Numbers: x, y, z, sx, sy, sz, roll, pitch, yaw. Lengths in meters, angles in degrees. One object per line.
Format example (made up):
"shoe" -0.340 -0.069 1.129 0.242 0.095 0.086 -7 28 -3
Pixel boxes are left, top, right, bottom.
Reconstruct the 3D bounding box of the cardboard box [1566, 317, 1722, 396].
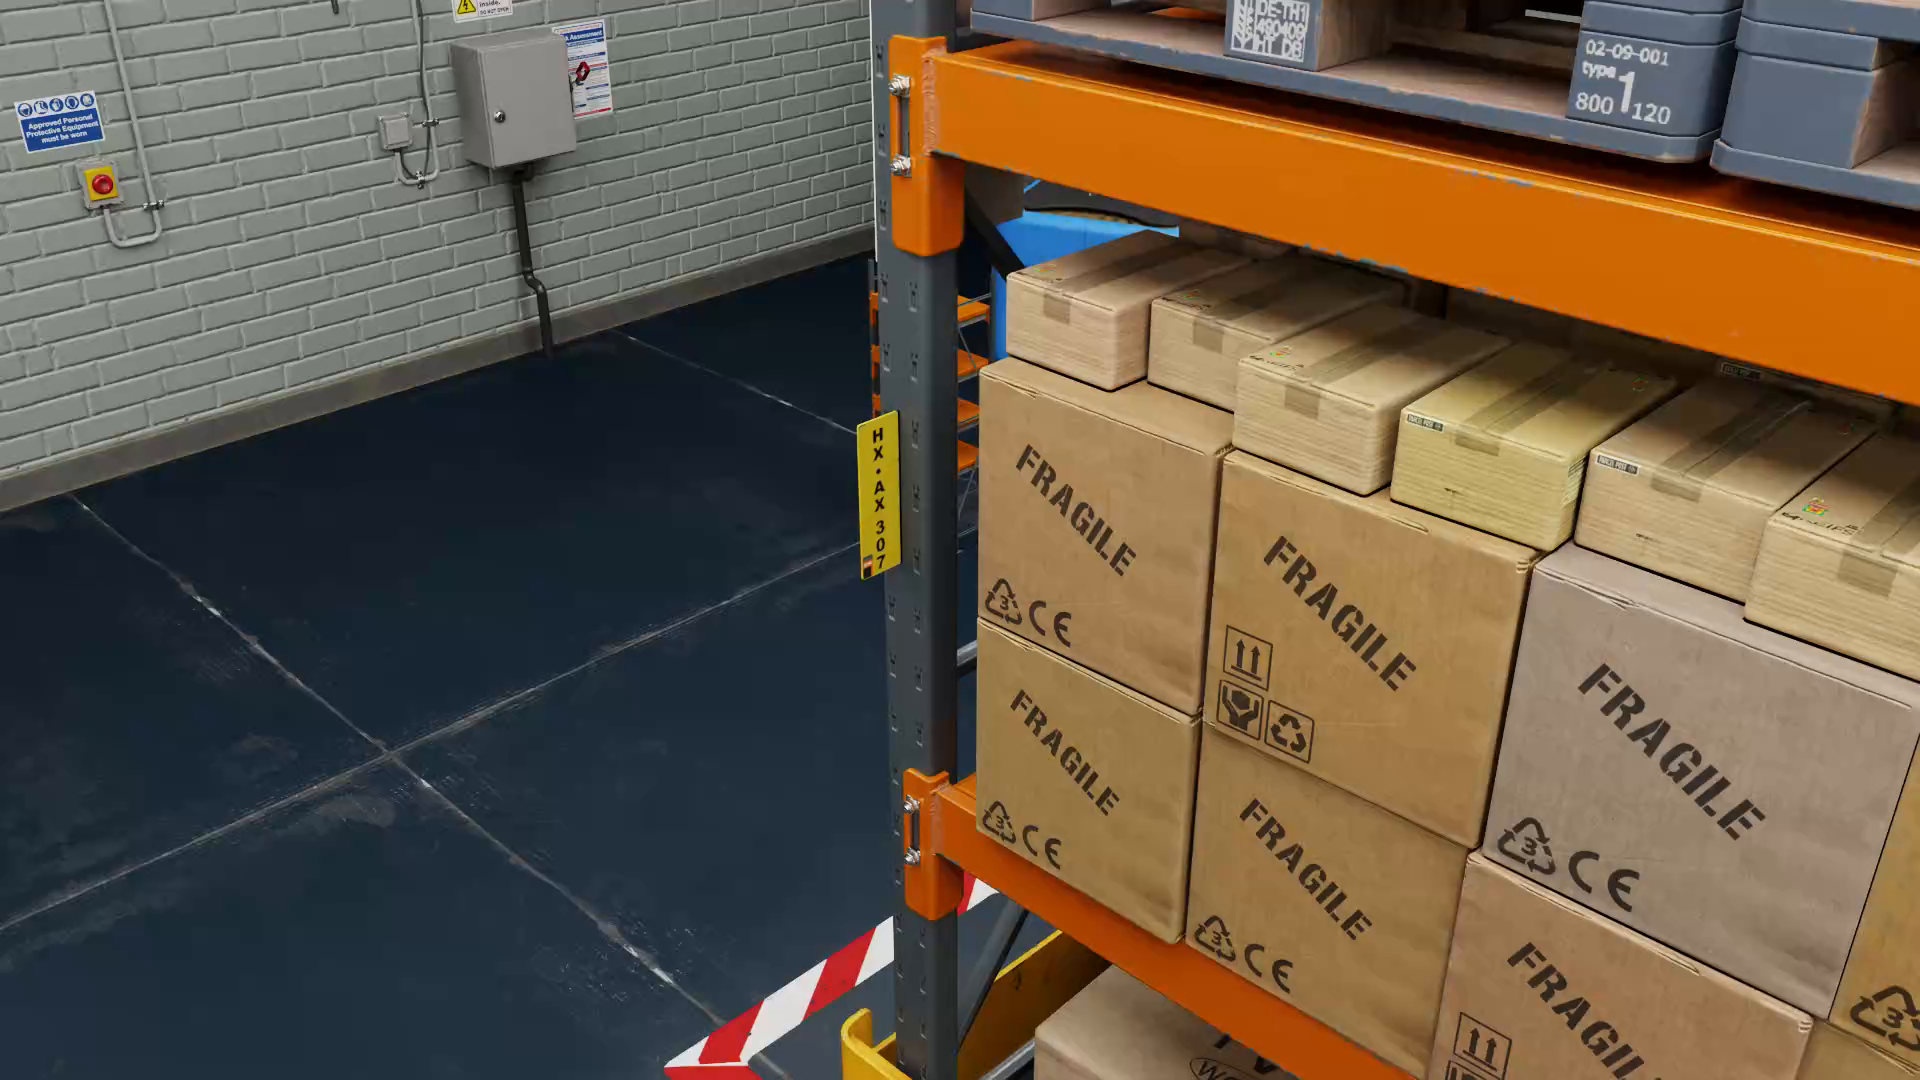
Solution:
"cardboard box" 1.228 -0.343 2.801 0.380 0.149 0.250 -24 36 -38

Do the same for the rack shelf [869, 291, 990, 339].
"rack shelf" -0.118 -0.933 6.891 0.480 0.148 0.258 25 36 38

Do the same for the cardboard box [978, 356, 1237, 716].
"cardboard box" 0.382 -0.082 3.002 0.500 0.500 0.500 24 36 37

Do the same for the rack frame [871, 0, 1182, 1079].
"rack frame" 0.240 0.153 3.736 0.127 3.000 1.000 25 36 38

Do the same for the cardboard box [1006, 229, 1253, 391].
"cardboard box" 0.299 -0.413 2.934 0.380 0.149 0.250 -24 36 -38

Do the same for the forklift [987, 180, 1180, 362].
"forklift" 1.199 -2.467 8.792 1.130 2.935 3.031 12 30 21

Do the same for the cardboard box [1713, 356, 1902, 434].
"cardboard box" 1.365 -0.234 2.594 0.250 0.149 0.380 24 36 38

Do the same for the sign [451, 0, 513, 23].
"sign" -2.407 -2.743 8.356 0.001 0.242 0.339 25 36 38

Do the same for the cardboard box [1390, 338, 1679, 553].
"cardboard box" 0.841 -0.148 2.430 0.250 0.149 0.380 23 36 37

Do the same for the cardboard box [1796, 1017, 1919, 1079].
"cardboard box" 1.480 0.847 2.310 0.500 0.500 0.500 -24 36 -38

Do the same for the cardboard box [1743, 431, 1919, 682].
"cardboard box" 1.214 0.015 2.119 0.380 0.149 0.250 -25 37 -39

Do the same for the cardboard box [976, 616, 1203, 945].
"cardboard box" 0.381 0.361 3.233 0.500 0.500 0.500 24 36 38

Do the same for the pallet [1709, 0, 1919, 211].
"pallet" 1.650 -0.498 1.847 1.213 0.211 1.003 25 36 38

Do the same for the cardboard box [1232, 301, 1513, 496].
"cardboard box" 0.641 -0.228 2.582 0.380 0.149 0.250 -24 36 -38

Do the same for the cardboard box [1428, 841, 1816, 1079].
"cardboard box" 1.111 0.689 2.610 0.500 0.500 0.500 24 36 38

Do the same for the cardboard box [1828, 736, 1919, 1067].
"cardboard box" 1.485 0.412 2.062 0.500 0.500 0.500 25 37 39

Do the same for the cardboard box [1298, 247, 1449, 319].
"cardboard box" 0.834 -0.495 3.090 0.380 0.149 0.250 -25 36 -38

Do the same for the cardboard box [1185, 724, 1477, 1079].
"cardboard box" 0.761 0.517 2.937 0.500 0.500 0.500 24 36 38

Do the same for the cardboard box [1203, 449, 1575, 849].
"cardboard box" 0.756 0.084 2.686 0.500 0.500 0.500 23 36 37

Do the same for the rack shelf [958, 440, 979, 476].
"rack shelf" -0.118 -0.350 7.197 0.480 0.148 0.258 25 36 38

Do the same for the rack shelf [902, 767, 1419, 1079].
"rack shelf" 1.666 1.124 2.662 4.000 0.370 1.077 25 36 38

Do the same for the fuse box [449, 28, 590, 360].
"fuse box" -2.221 -1.758 8.755 0.414 1.711 0.539 25 36 38

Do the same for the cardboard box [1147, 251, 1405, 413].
"cardboard box" 0.536 -0.351 2.816 0.380 0.149 0.250 -24 36 -38

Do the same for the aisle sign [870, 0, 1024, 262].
"aisle sign" -0.015 -0.925 2.992 0.004 0.787 0.394 25 36 38

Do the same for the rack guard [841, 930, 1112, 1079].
"rack guard" 0.223 1.252 4.332 0.348 0.500 1.175 25 36 38

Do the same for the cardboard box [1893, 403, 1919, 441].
"cardboard box" 1.584 -0.172 2.475 0.380 0.149 0.250 -24 36 -38

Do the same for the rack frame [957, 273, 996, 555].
"rack frame" 0.056 -0.505 6.922 0.015 1.200 0.240 25 36 38

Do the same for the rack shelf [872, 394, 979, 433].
"rack shelf" -0.118 -0.526 7.105 0.480 0.148 0.258 25 36 38

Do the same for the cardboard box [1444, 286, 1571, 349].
"cardboard box" 1.077 -0.439 2.983 0.250 0.149 0.380 24 36 38

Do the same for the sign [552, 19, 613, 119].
"sign" -2.022 -2.518 8.917 0.001 0.494 0.329 25 36 38

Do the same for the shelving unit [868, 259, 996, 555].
"shelving unit" -0.118 -0.585 7.073 0.503 1.200 0.258 25 36 38

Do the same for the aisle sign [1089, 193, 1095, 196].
"aisle sign" 0.406 -1.124 3.371 0.004 0.787 0.394 25 36 38

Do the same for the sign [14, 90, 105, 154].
"sign" -3.875 -1.802 7.164 0.001 0.218 0.327 25 36 38

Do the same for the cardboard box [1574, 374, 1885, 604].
"cardboard box" 1.065 -0.080 2.301 0.380 0.149 0.250 -25 37 -39

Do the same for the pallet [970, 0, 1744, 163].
"pallet" 0.776 -0.897 2.604 1.213 0.211 1.003 25 36 38

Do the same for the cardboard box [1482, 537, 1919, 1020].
"cardboard box" 1.128 0.249 2.371 0.500 0.500 0.500 24 36 38

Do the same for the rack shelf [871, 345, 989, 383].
"rack shelf" -0.118 -0.724 7.001 0.480 0.148 0.258 25 36 38

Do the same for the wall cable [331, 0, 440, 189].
"wall cable" -2.811 -2.603 7.886 0.122 1.984 0.588 25 36 38

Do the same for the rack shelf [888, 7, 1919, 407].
"rack shelf" 1.666 -0.203 1.964 4.000 0.370 1.077 25 36 38

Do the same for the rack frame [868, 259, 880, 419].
"rack frame" -0.292 -0.665 7.225 0.015 1.200 0.240 25 36 38

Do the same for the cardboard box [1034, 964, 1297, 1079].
"cardboard box" 0.781 1.284 3.888 0.875 0.438 0.875 23 36 37

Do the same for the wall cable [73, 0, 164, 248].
"wall cable" -3.797 -2.142 6.976 0.123 1.953 0.585 25 36 38

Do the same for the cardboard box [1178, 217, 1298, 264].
"cardboard box" 0.636 -0.570 3.232 0.380 0.149 0.250 -25 36 -39

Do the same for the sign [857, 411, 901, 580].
"sign" -0.154 -0.083 3.169 0.005 0.325 0.100 25 36 38
